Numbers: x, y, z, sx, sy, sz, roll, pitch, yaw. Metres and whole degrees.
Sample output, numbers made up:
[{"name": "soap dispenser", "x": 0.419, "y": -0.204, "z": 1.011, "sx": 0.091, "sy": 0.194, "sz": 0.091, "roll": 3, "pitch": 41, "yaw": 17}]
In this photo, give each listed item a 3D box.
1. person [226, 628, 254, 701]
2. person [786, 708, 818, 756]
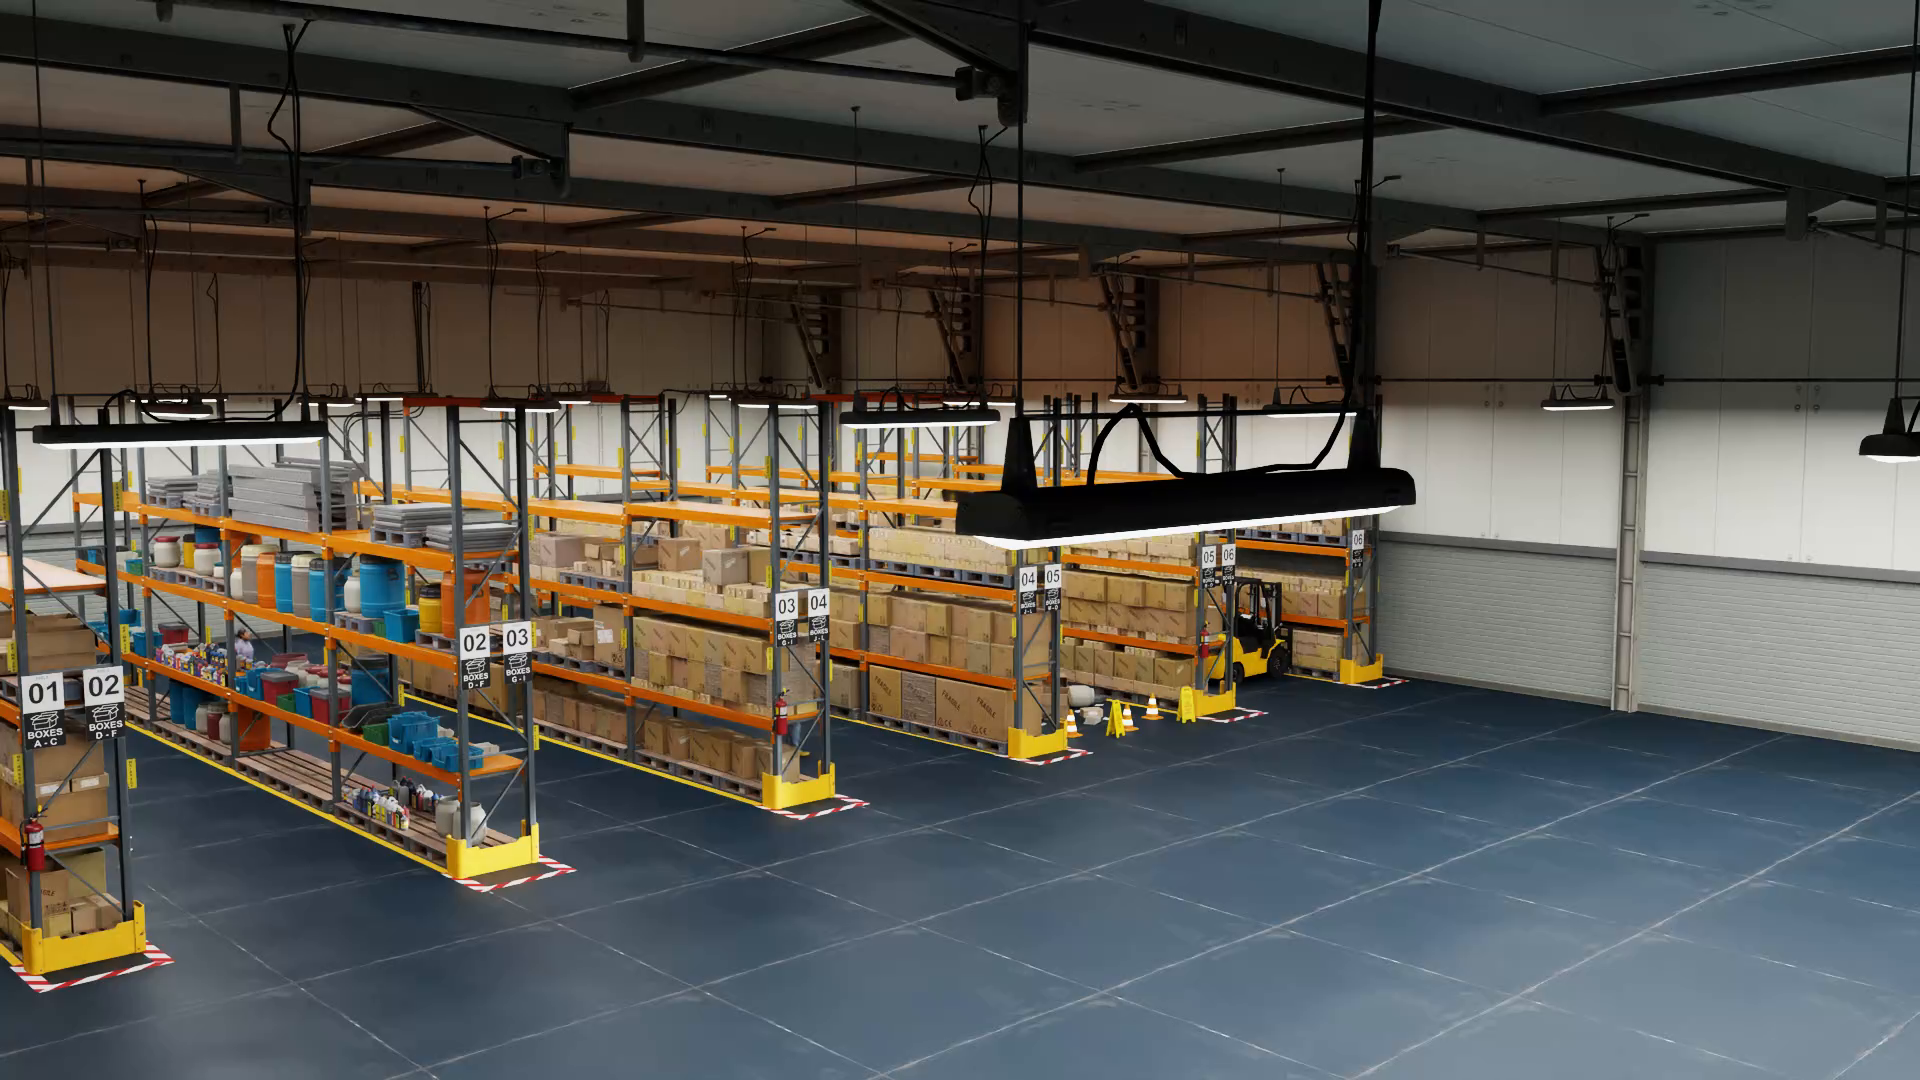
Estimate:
[{"name": "person", "x": -13.670, "y": 2.469, "z": 31.693, "sx": 0.940, "sy": 1.602, "sz": 0.447, "roll": 4, "pitch": 7, "yaw": 36}, {"name": "person", "x": -2.757, "y": 2.760, "z": 28.012, "sx": 0.591, "sy": 1.803, "sz": 0.658, "roll": -3, "pitch": 6, "yaw": -27}]
